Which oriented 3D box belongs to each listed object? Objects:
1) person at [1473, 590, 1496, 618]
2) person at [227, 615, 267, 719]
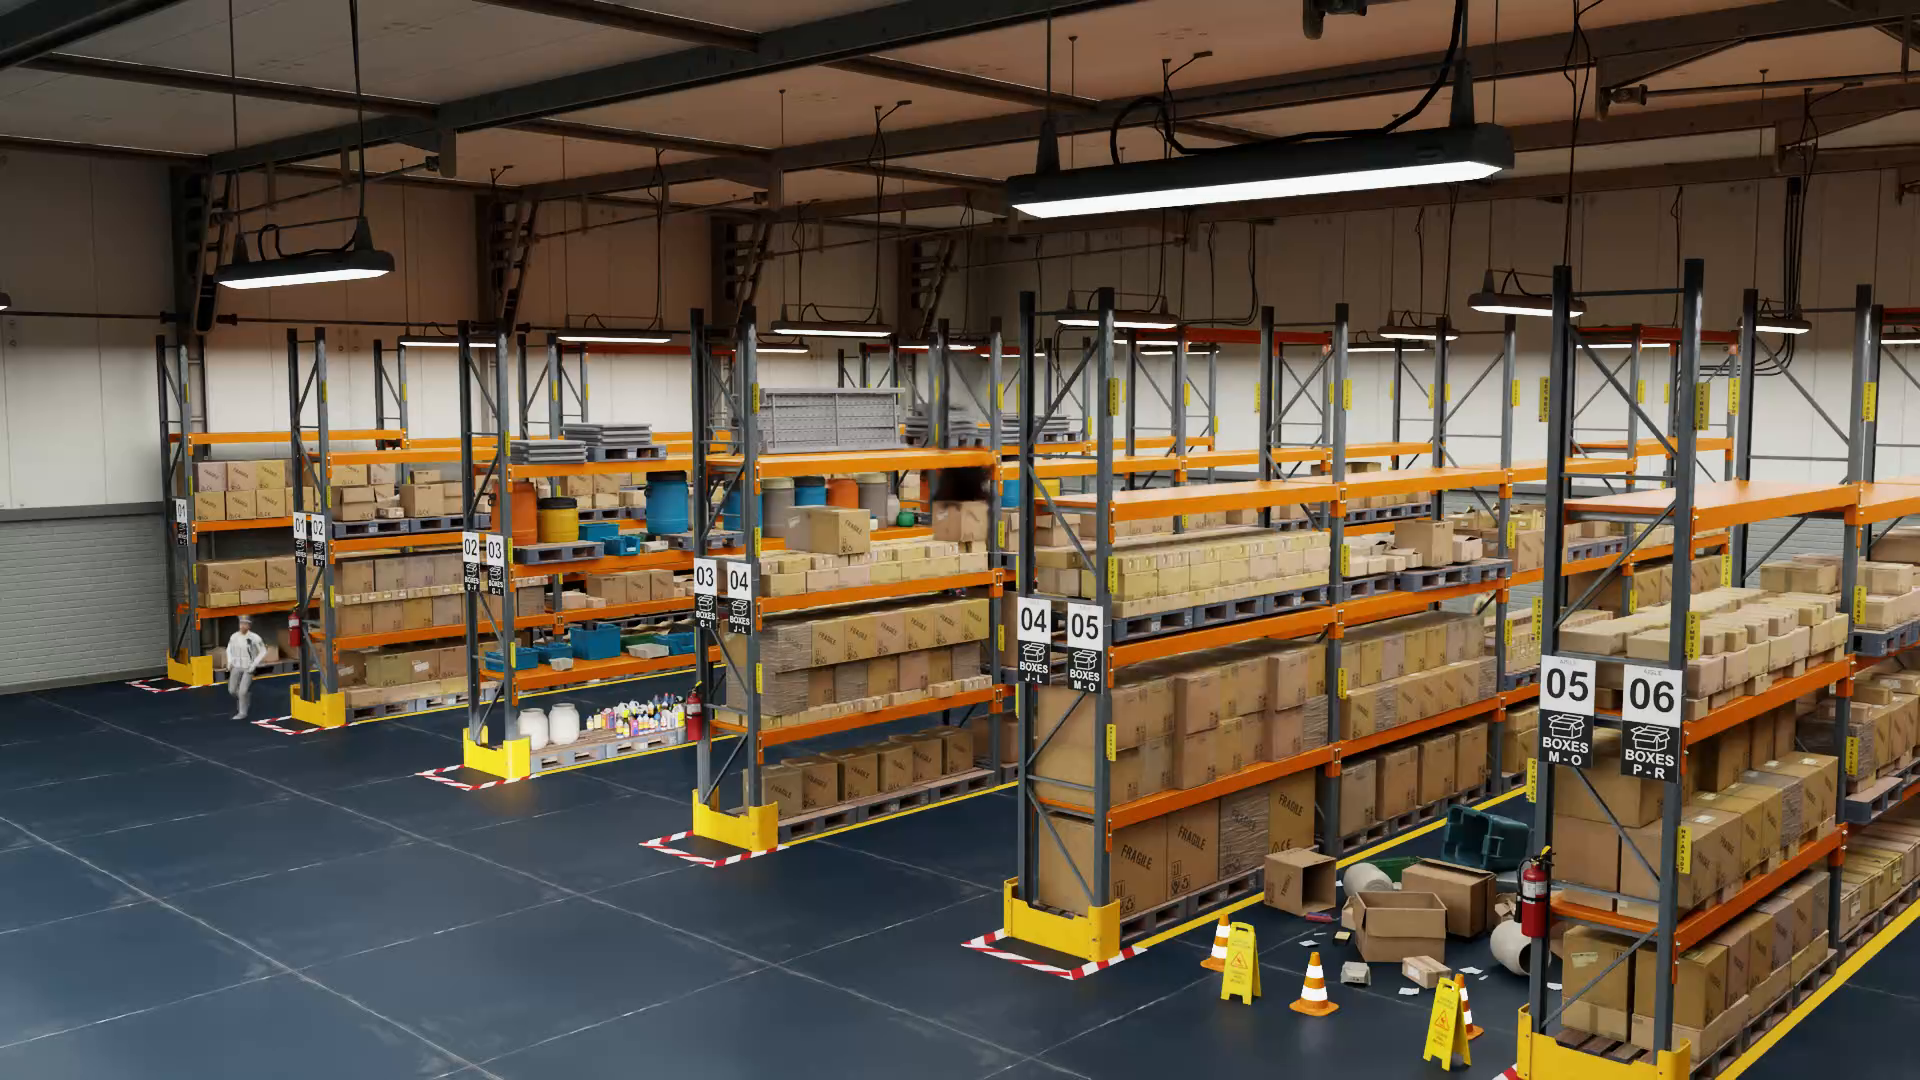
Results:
[{"bbox_3d":[9.547,1.553,30.040,0.604,1.640,0.643,-2,6,-16],"label":"person"},{"bbox_3d":[-11.021,1.946,25.673,0.637,1.627,0.516,0,5,3],"label":"person"}]
